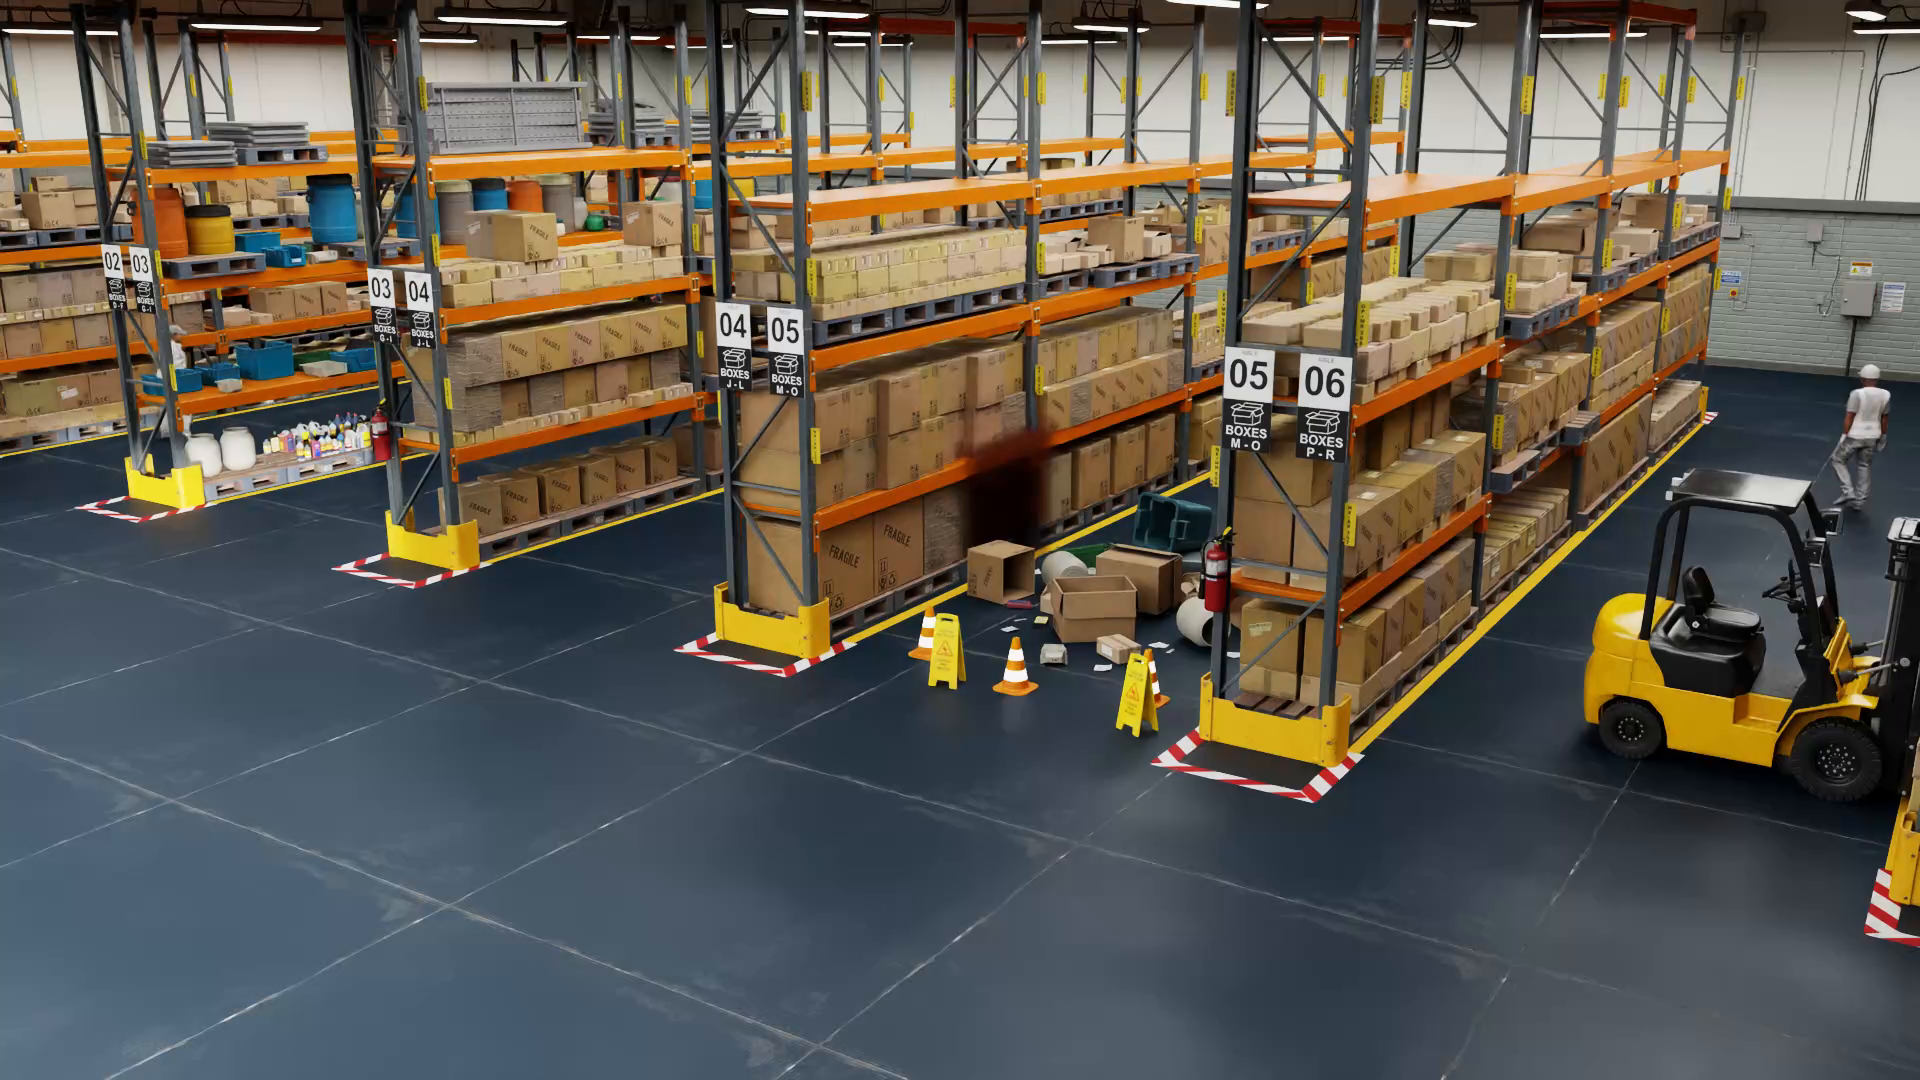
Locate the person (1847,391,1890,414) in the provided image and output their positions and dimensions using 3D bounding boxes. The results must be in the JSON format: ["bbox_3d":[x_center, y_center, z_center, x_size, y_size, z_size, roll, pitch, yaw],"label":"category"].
[{"bbox_3d":[11.087,-1.560,20.364,0.556,0.611,0.311,-2,16,-6],"label":"person"}]

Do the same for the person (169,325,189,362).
[{"bbox_3d":[-11.596,-2.668,24.482,0.437,0.991,0.492,15,21,43],"label":"person"}]
